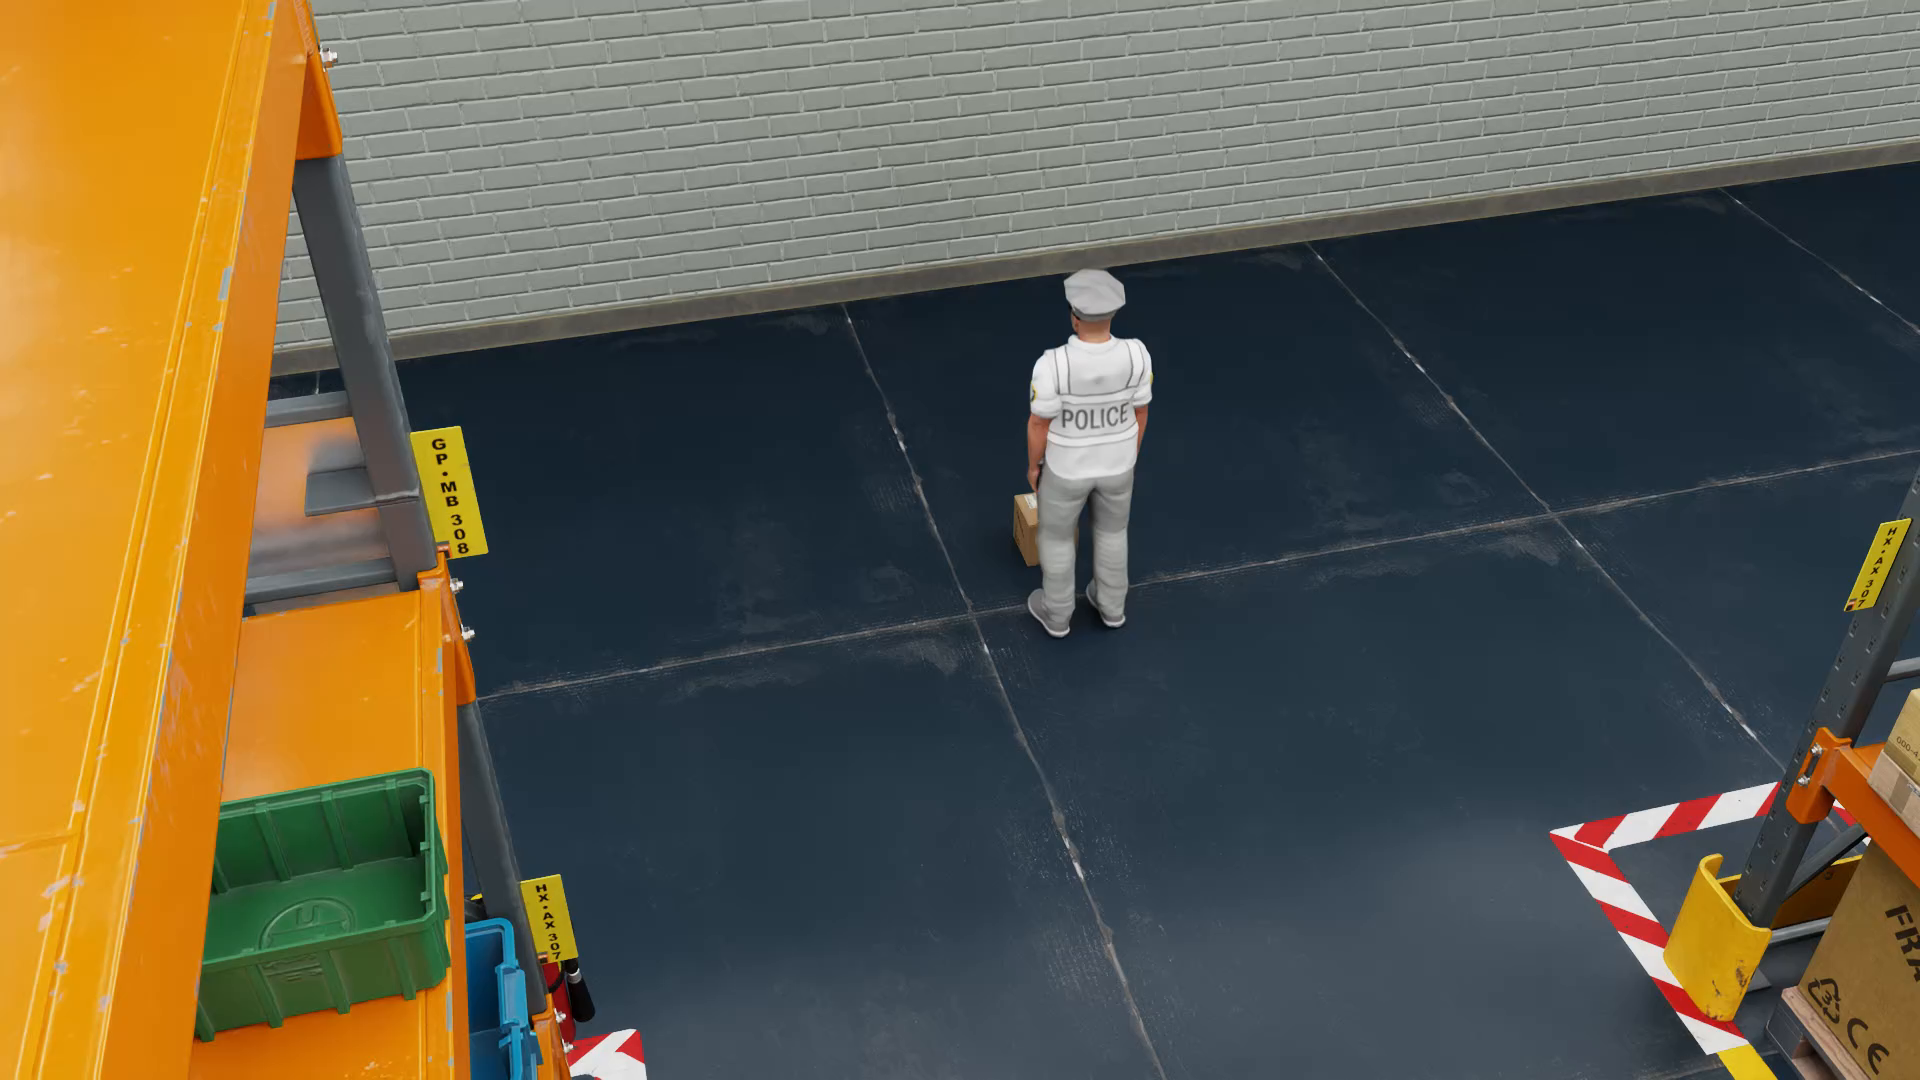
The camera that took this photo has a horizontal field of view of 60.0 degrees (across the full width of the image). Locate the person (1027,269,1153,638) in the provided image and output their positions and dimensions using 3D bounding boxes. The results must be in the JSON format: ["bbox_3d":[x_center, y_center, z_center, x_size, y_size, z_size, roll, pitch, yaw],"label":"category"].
[{"bbox_3d":[0.529,-0.355,7.159,0.527,1.761,0.395,-9,39,-11],"label":"person"}]
